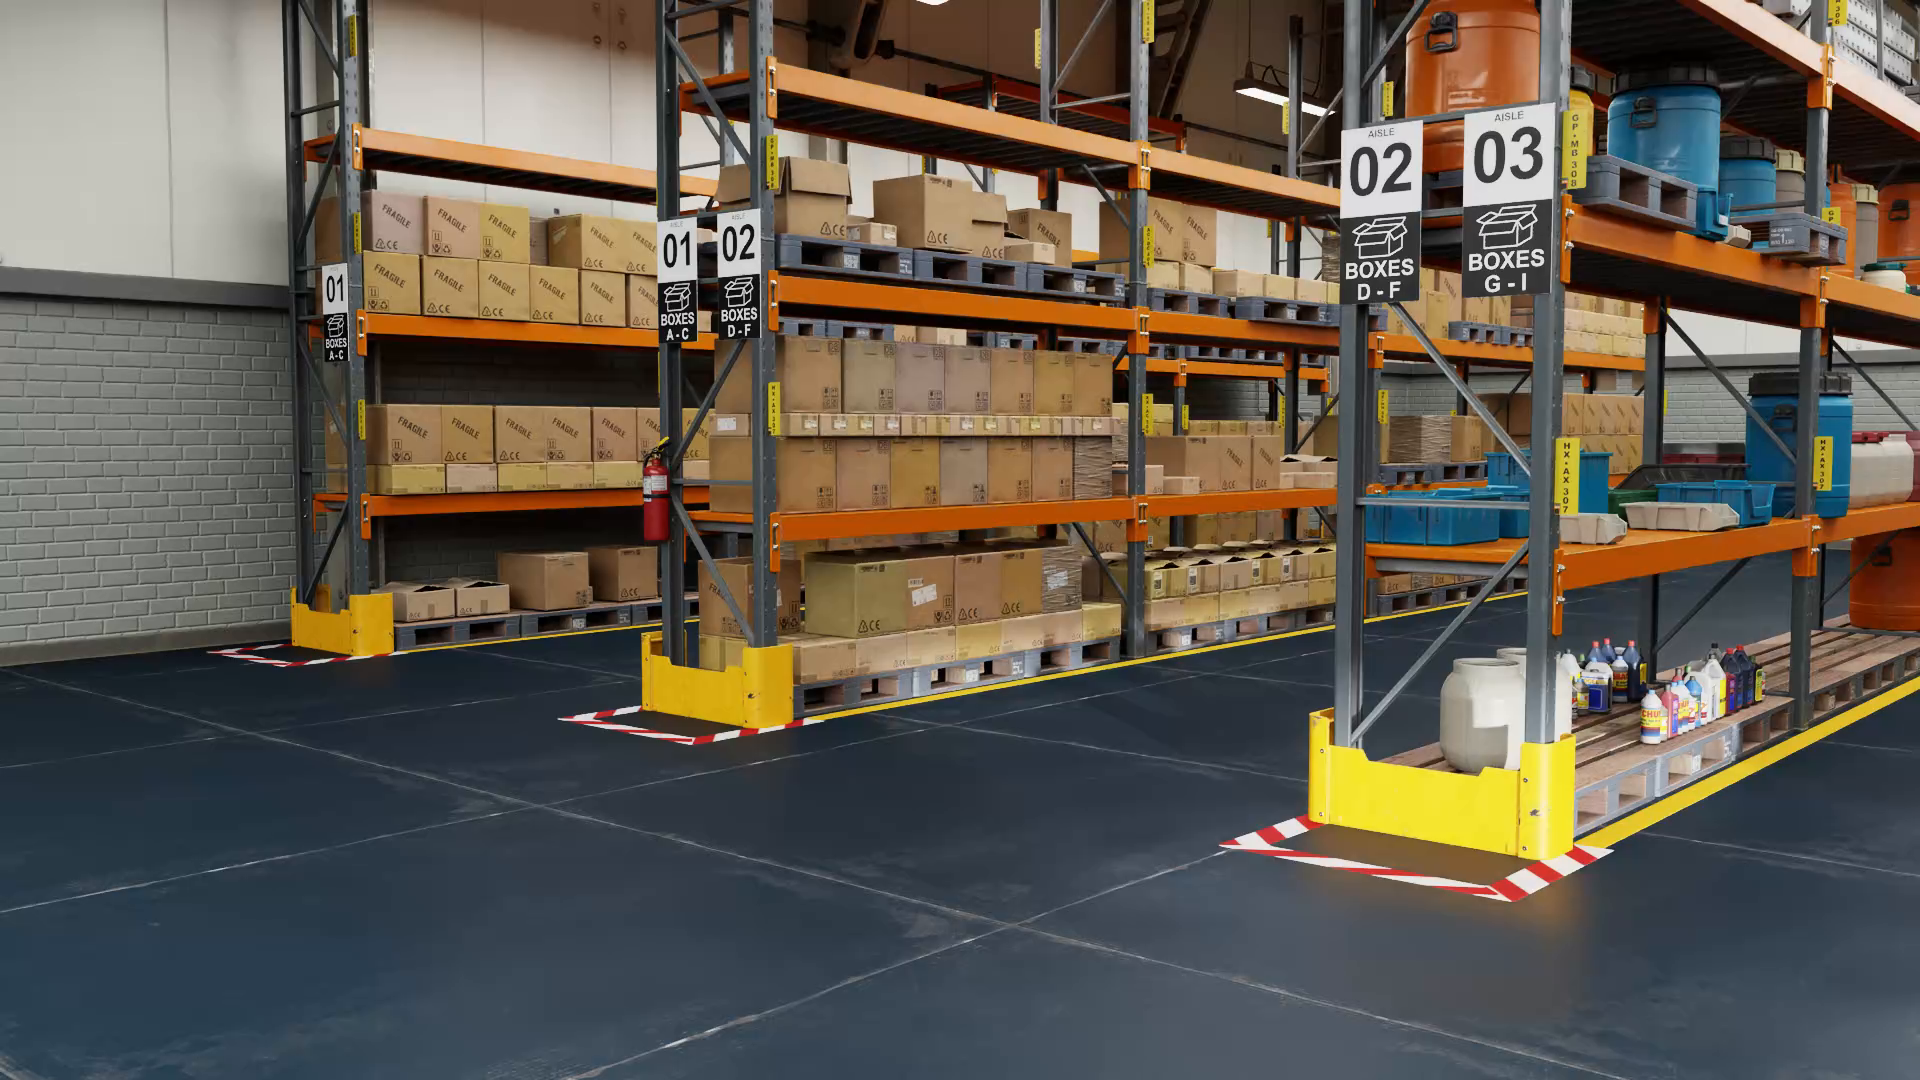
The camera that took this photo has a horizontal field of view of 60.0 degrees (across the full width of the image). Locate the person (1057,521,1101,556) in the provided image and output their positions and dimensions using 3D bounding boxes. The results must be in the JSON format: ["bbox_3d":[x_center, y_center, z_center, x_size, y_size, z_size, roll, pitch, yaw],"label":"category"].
[{"bbox_3d":[1.337,-0.249,19.116,0.492,1.640,0.961,4,5,44],"label":"person"}]
